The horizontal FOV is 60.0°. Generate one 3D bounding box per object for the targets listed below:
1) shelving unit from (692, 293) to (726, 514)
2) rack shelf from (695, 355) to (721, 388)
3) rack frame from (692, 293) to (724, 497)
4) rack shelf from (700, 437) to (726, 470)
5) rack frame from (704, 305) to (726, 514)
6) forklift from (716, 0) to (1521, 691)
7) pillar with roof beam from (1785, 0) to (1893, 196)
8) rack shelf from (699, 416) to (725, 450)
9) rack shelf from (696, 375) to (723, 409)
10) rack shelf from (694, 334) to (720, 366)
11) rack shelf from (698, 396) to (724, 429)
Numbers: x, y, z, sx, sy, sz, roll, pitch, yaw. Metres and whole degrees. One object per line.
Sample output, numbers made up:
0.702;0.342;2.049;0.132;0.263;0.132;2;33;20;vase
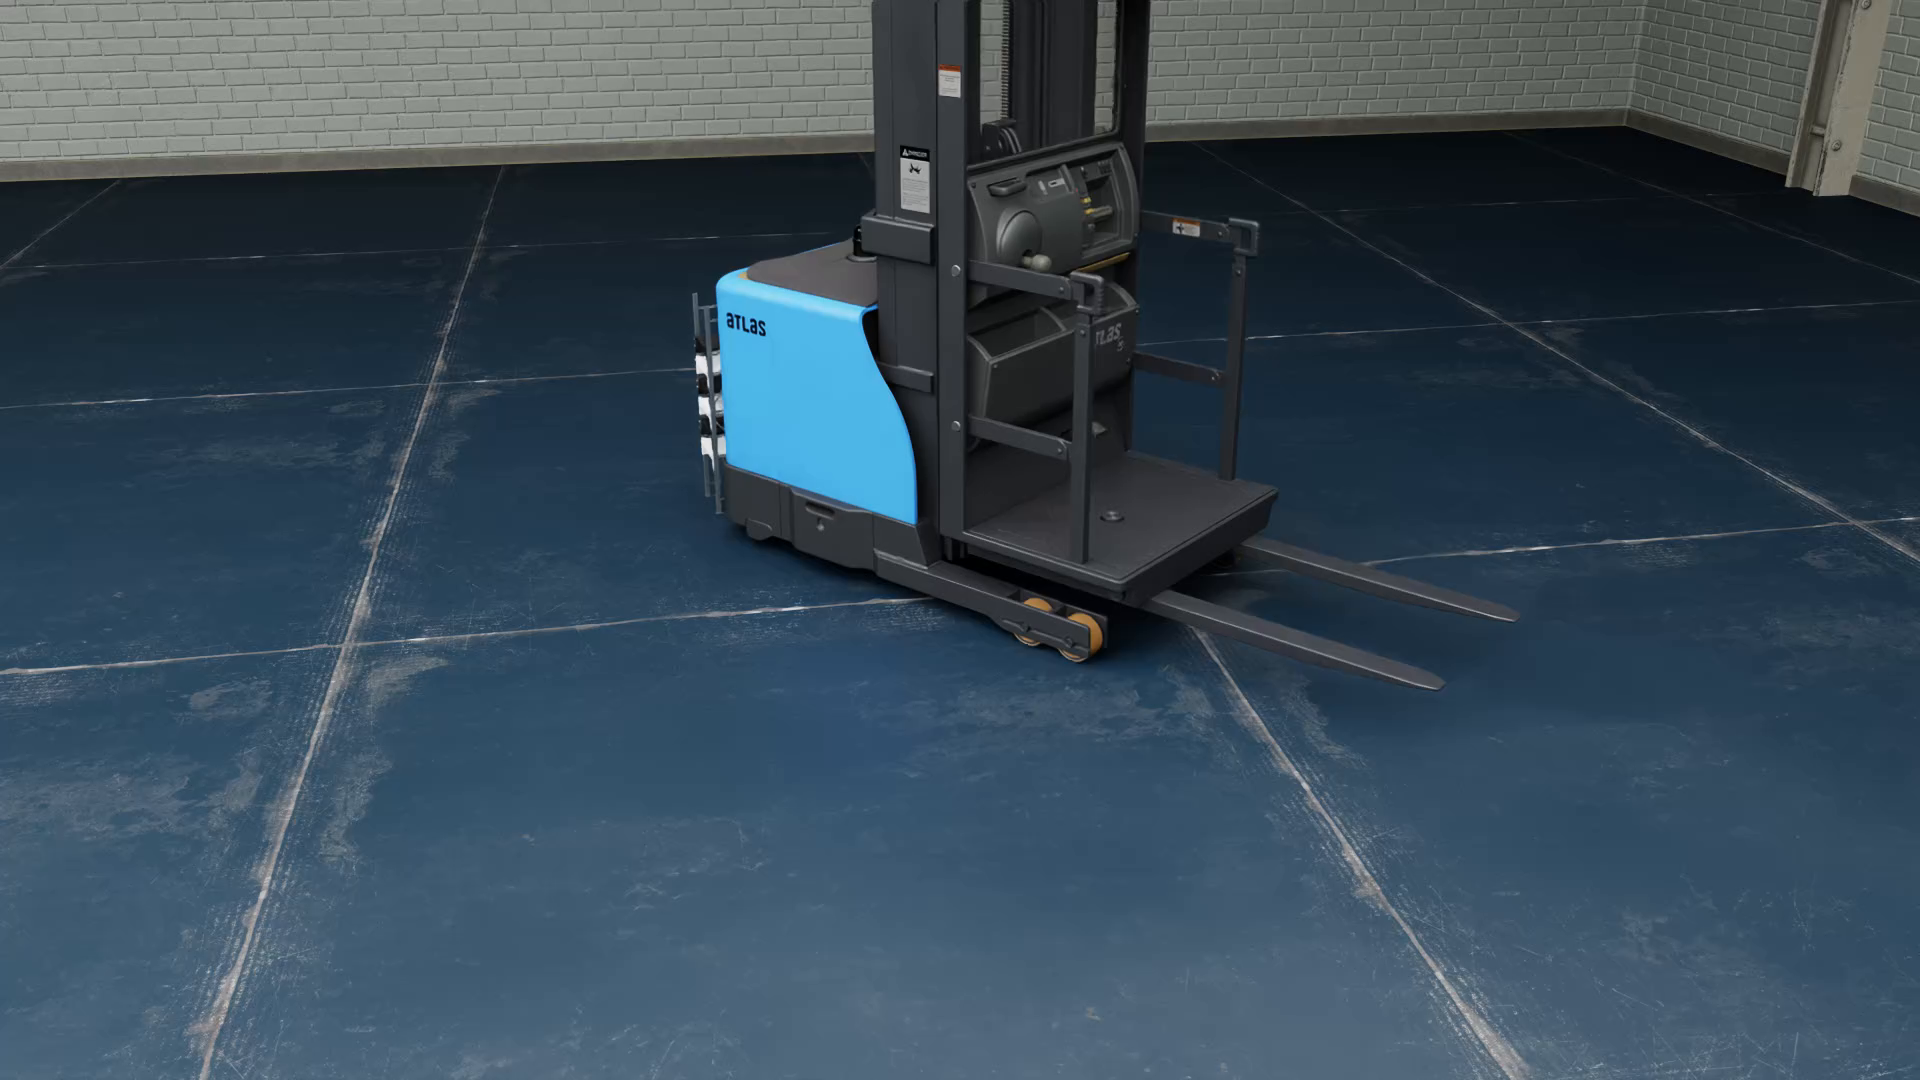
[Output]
-0.948;-0.577;6.947;0.258;0.900;0.210;-9;25;-20;shelving unit
-0.948;-0.711;6.888;0.258;0.077;0.200;-9;25;-20;rack shelf
-0.985;-0.615;7.033;0.240;0.900;0.006;-9;25;-20;rack frame
-0.948;-0.381;7.032;0.258;0.077;0.200;-9;25;-20;rack shelf
-0.911;-0.539;6.860;0.240;0.900;0.006;-9;25;-20;rack frame
0.507;-1.159;5.742;3.031;2.935;1.130;18;29;35;forklift
2.488;-6.545;10.493;9.100;9.000;0.400;-4;24;-10;pillar with roof beam
-0.948;-0.464;6.996;0.258;0.077;0.200;-9;25;-20;rack shelf
-0.948;-0.629;6.924;0.258;0.077;0.200;-9;25;-20;rack shelf
-0.948;-0.794;6.852;0.258;0.077;0.200;-9;25;-20;rack shelf
-0.948;-0.546;6.960;0.258;0.077;0.200;-9;25;-20;rack shelf
